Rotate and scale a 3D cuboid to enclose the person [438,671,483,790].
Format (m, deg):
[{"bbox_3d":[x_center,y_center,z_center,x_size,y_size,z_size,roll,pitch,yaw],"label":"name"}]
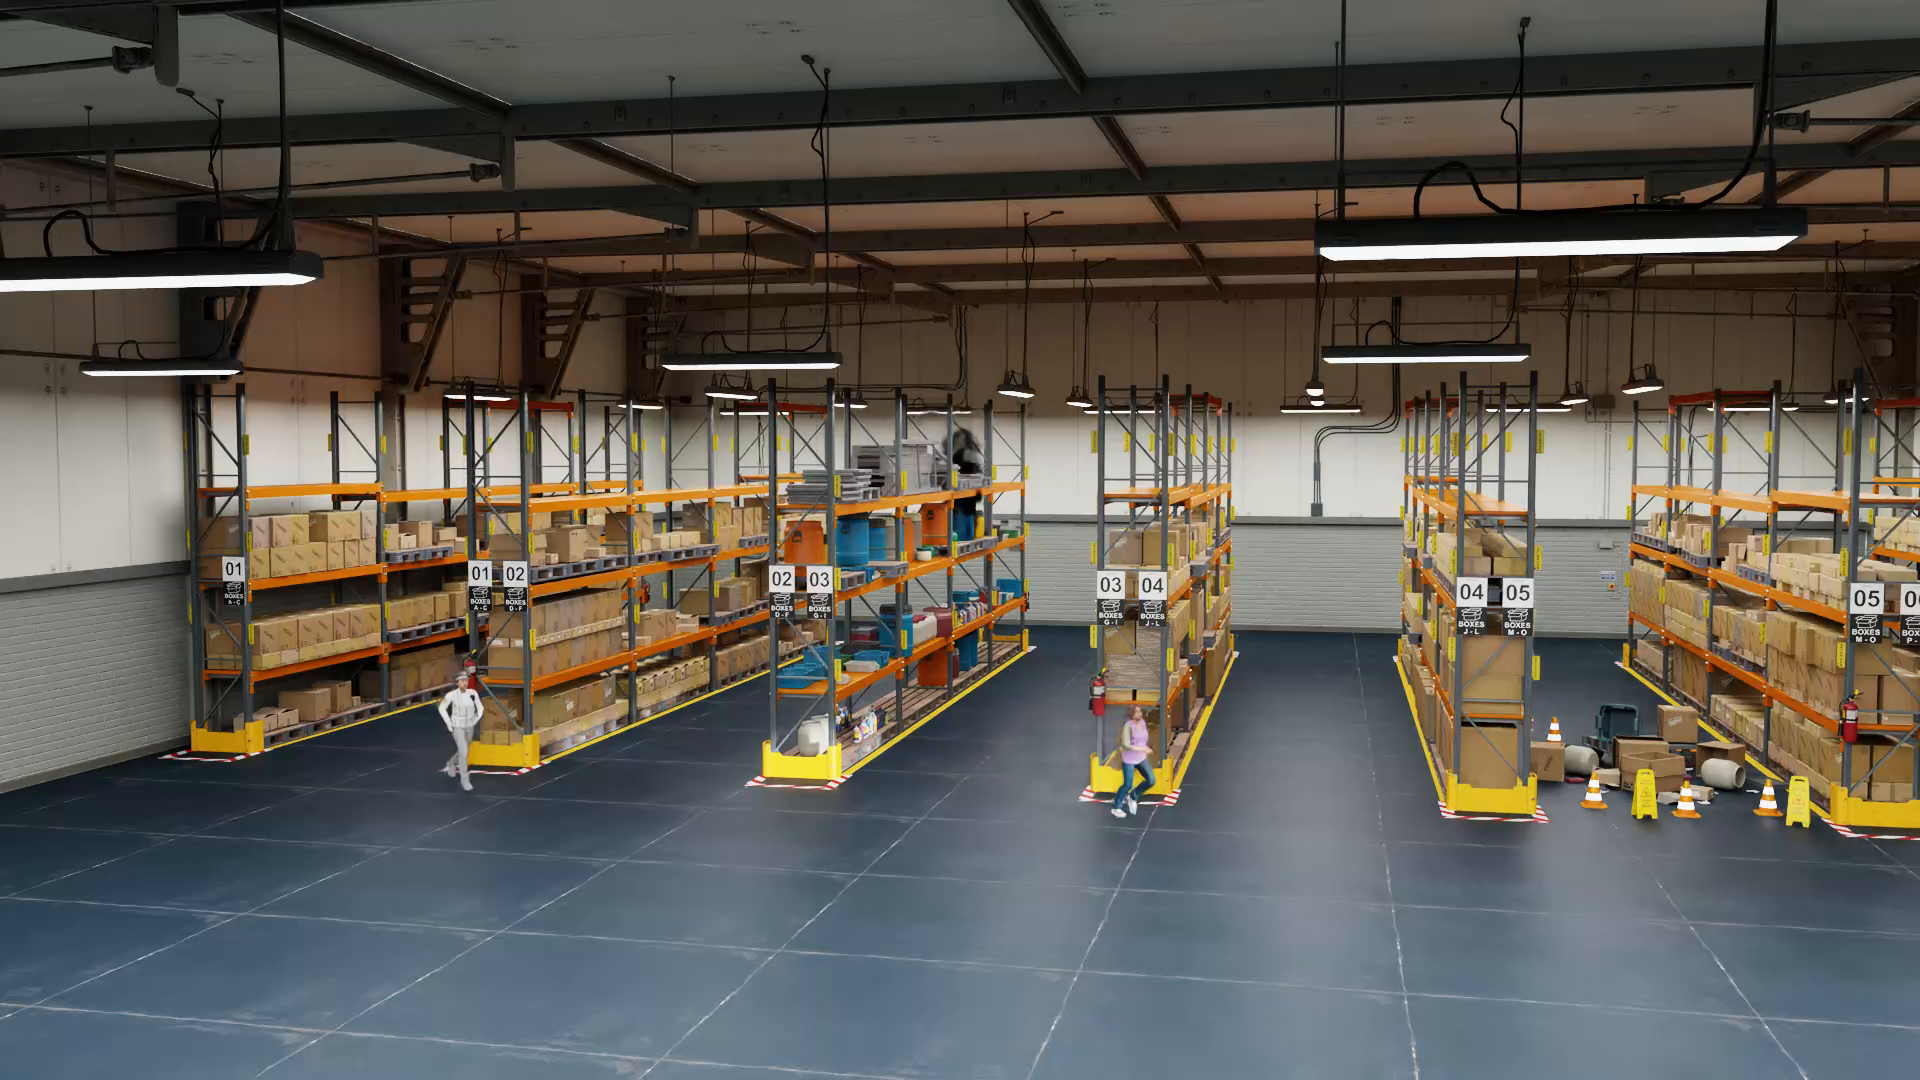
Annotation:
[{"bbox_3d":[-7.316,2.755,24.413,0.630,1.707,0.839,-3,4,-43],"label":"person"}]

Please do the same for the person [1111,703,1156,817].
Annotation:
[{"bbox_3d":[2.350,2.943,22.155,0.563,1.554,0.747,-2,4,-37],"label":"person"}]
